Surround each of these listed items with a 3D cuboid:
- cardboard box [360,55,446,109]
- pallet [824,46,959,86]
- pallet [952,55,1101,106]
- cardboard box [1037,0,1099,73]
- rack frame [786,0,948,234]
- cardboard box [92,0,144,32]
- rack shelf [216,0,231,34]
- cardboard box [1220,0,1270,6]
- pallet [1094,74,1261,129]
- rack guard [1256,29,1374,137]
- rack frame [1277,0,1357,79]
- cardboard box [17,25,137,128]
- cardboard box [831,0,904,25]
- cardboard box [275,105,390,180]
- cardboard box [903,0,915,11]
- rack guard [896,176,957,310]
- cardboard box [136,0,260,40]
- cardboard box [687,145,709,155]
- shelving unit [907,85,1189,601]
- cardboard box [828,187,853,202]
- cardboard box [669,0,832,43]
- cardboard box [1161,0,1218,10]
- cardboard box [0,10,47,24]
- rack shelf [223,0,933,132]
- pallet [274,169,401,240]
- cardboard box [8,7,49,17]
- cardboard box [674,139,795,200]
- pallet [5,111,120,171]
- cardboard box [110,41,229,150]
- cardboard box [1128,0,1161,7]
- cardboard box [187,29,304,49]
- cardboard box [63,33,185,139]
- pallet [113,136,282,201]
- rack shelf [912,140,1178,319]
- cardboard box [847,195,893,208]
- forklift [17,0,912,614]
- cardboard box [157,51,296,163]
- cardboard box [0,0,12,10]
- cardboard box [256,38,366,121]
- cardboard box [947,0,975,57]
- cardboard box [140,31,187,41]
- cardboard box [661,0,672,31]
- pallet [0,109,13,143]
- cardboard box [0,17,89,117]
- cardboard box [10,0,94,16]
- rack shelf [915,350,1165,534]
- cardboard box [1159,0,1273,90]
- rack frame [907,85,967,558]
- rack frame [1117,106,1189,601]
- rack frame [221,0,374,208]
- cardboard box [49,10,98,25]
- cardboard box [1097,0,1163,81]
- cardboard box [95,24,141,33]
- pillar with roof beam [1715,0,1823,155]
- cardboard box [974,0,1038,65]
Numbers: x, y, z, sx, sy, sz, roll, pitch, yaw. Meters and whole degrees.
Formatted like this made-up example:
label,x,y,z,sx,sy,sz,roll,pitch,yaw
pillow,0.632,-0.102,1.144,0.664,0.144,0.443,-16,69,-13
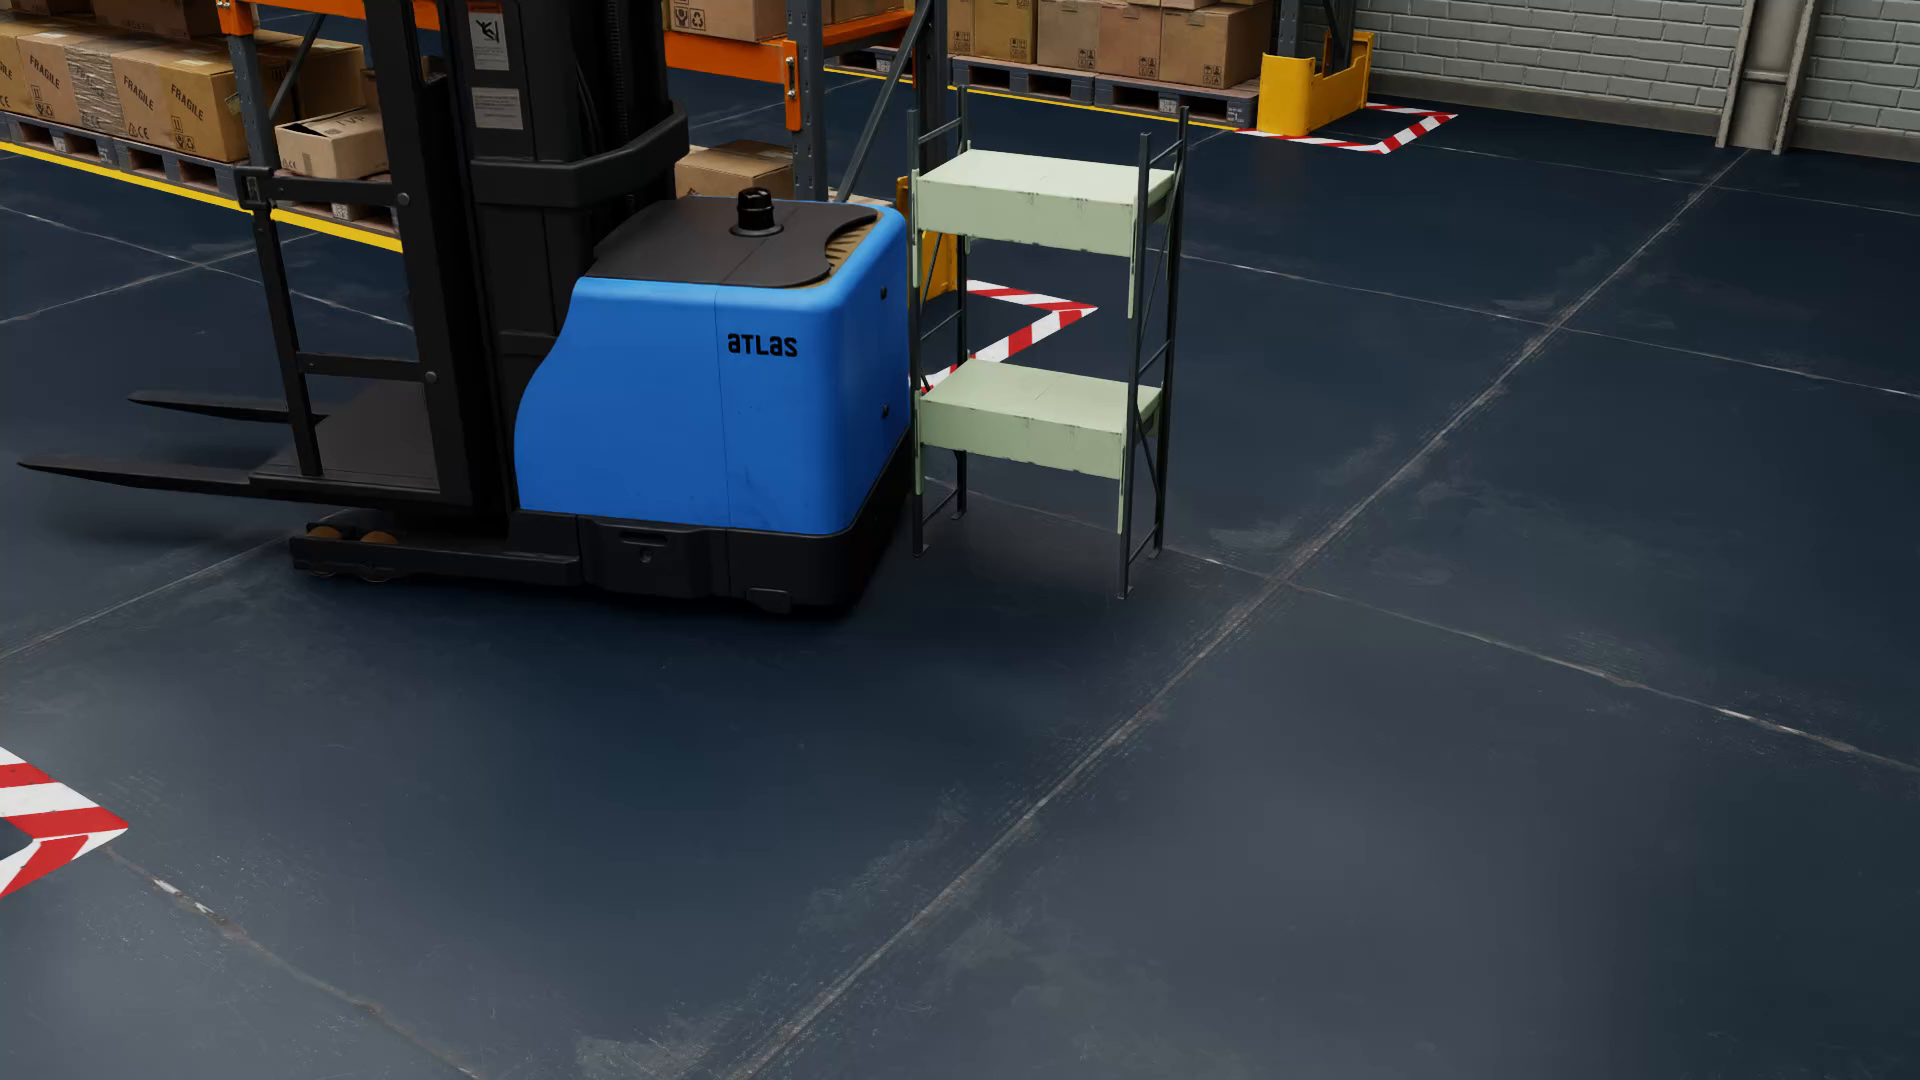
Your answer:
label,x,y,z,sx,sy,sz,roll,pitch,yaw
cardboard box,-3.054,-2.473,9.573,0.500,0.500,0.500,17,32,30
pallet,-0.300,-3.817,13.018,1.213,0.211,1.003,17,32,30
pallet,0.710,-3.504,12.403,1.213,0.211,1.003,17,32,30
cardboard box,0.953,-3.730,12.065,0.500,0.500,0.700,16,31,29
rack frame,-0.387,-2.404,7.167,0.127,3.000,1.000,17,32,30
cardboard box,-5.183,-3.448,10.663,0.500,0.250,0.500,17,31,29
rack shelf,-5.333,-3.624,10.358,4.000,0.370,1.077,17,32,30
cardboard box,1.997,-3.804,11.496,0.250,0.149,0.380,18,32,31
pallet,1.711,-3.190,11.786,1.213,0.211,1.003,17,32,30
rack guard,2.434,-3.137,11.363,0.348,0.500,1.175,17,32,30
rack frame,2.414,-4.257,10.808,0.127,3.000,1.000,17,32,30
cardboard box,-5.490,-2.922,10.455,0.500,0.500,0.500,16,31,29
cardboard box,-0.604,-2.661,7.562,0.500,0.500,0.500,18,32,31
cardboard box,-3.461,-2.240,9.325,0.500,0.311,0.500,17,32,30
cardboard box,-0.324,-4.127,12.845,0.500,0.500,0.700,18,32,31
rack guard,-0.450,-1.310,7.772,0.348,0.500,1.175,17,32,30
cardboard box,-4.769,-3.320,10.410,0.500,0.250,0.500,17,32,30
cardboard box,-1.499,-1.877,8.678,0.500,0.250,0.500,17,32,30
shelving unit,0.266,-0.624,5.323,0.755,1.500,0.431,11,29,21
cardboard box,-0.744,-1.638,8.300,0.250,0.166,0.380,17,32,30
cardboard box,-0.910,-2.462,7.170,0.500,0.500,0.500,18,32,32
cardboard box,1.572,-3.727,11.343,0.250,0.149,0.380,17,31,30
cardboard box,-6.333,-3.184,10.971,0.500,0.500,0.500,16,31,29
rack shelf,-2.036,-2.597,8.339,4.000,0.370,1.077,17,32,30
pallet,-3.119,-2.012,9.471,1.213,0.211,1.003,17,32,30
cardboard box,-6.078,-3.388,11.371,0.500,0.500,0.500,19,32,32
cardboard box,-0.975,-1.534,7.728,0.500,0.500,0.500,17,32,30
pallet,-5.386,-2.696,10.816,1.213,0.211,1.003,17,32,30
cardboard box,-4.656,-2.663,9.947,0.500,0.500,0.500,17,32,30
cardboard box,1.361,-3.792,11.472,0.250,0.149,0.380,18,32,32
cardboard box,-4.391,-2.862,10.337,0.500,0.500,0.500,18,32,31
cardboard box,-5.069,-2.792,10.200,0.500,0.500,0.500,18,32,31
pallet,-4.376,-2.383,10.200,1.213,0.211,1.003,17,32,30
rack shelf,0.266,-0.972,5.146,0.720,0.370,0.431,11,29,21
cardboard box,-0.538,-1.566,8.178,0.250,0.149,0.380,17,32,30
forklift,-1.736,-1.393,5.255,3.031,2.935,1.130,5,27,10
cardboard box,-4.253,-2.533,9.691,0.500,0.500,0.500,17,32,30
cardboard box,-7.247,-3.914,12.085,0.500,0.311,0.500,19,32,32
cardboard box,-3.945,-2.729,10.076,0.500,0.500,0.500,16,31,28
cardboard box,0.088,-3.997,12.589,0.500,0.500,0.700,17,32,30
cardboard box,-4.799,-2.993,10.594,0.500,0.500,0.500,18,32,31
cardboard box,-1.340,-2.594,7.430,0.500,0.500,0.500,18,32,31
pallet,-6.387,-3.010,11.432,1.213,0.211,1.003,17,32,30
cardboard box,-5.923,-3.054,10.714,0.500,0.500,0.500,17,31,30
cardboard box,-6.029,-3.709,11.176,0.500,0.250,0.500,19,32,32
rack shelf,0.266,-0.334,5.471,0.720,0.370,0.431,11,29,21
cardboard box,1.781,-3.473,11.559,0.500,0.500,0.700,17,32,30
rack frame,-0.068,-0.692,5.456,0.023,1.500,0.400,11,29,21
rack frame,0.600,-0.556,5.189,0.023,1.500,0.400,11,29,21
rack frame,-3.684,-3.431,9.185,0.127,3.000,1.000,17,32,30
cardboard box,-5.651,-3.255,11.110,0.500,0.500,0.500,16,31,29
cardboard box,1.368,-3.601,11.812,0.500,0.500,0.700,17,32,30
cardboard box,-5.215,-3.123,10.850,0.500,0.500,0.500,16,31,28
pillar with roof beam,2.692,-4.951,5.558,0.400,9.000,9.100,17,32,30
cardboard box,0.510,-3.864,12.329,0.500,0.500,0.700,18,32,31
